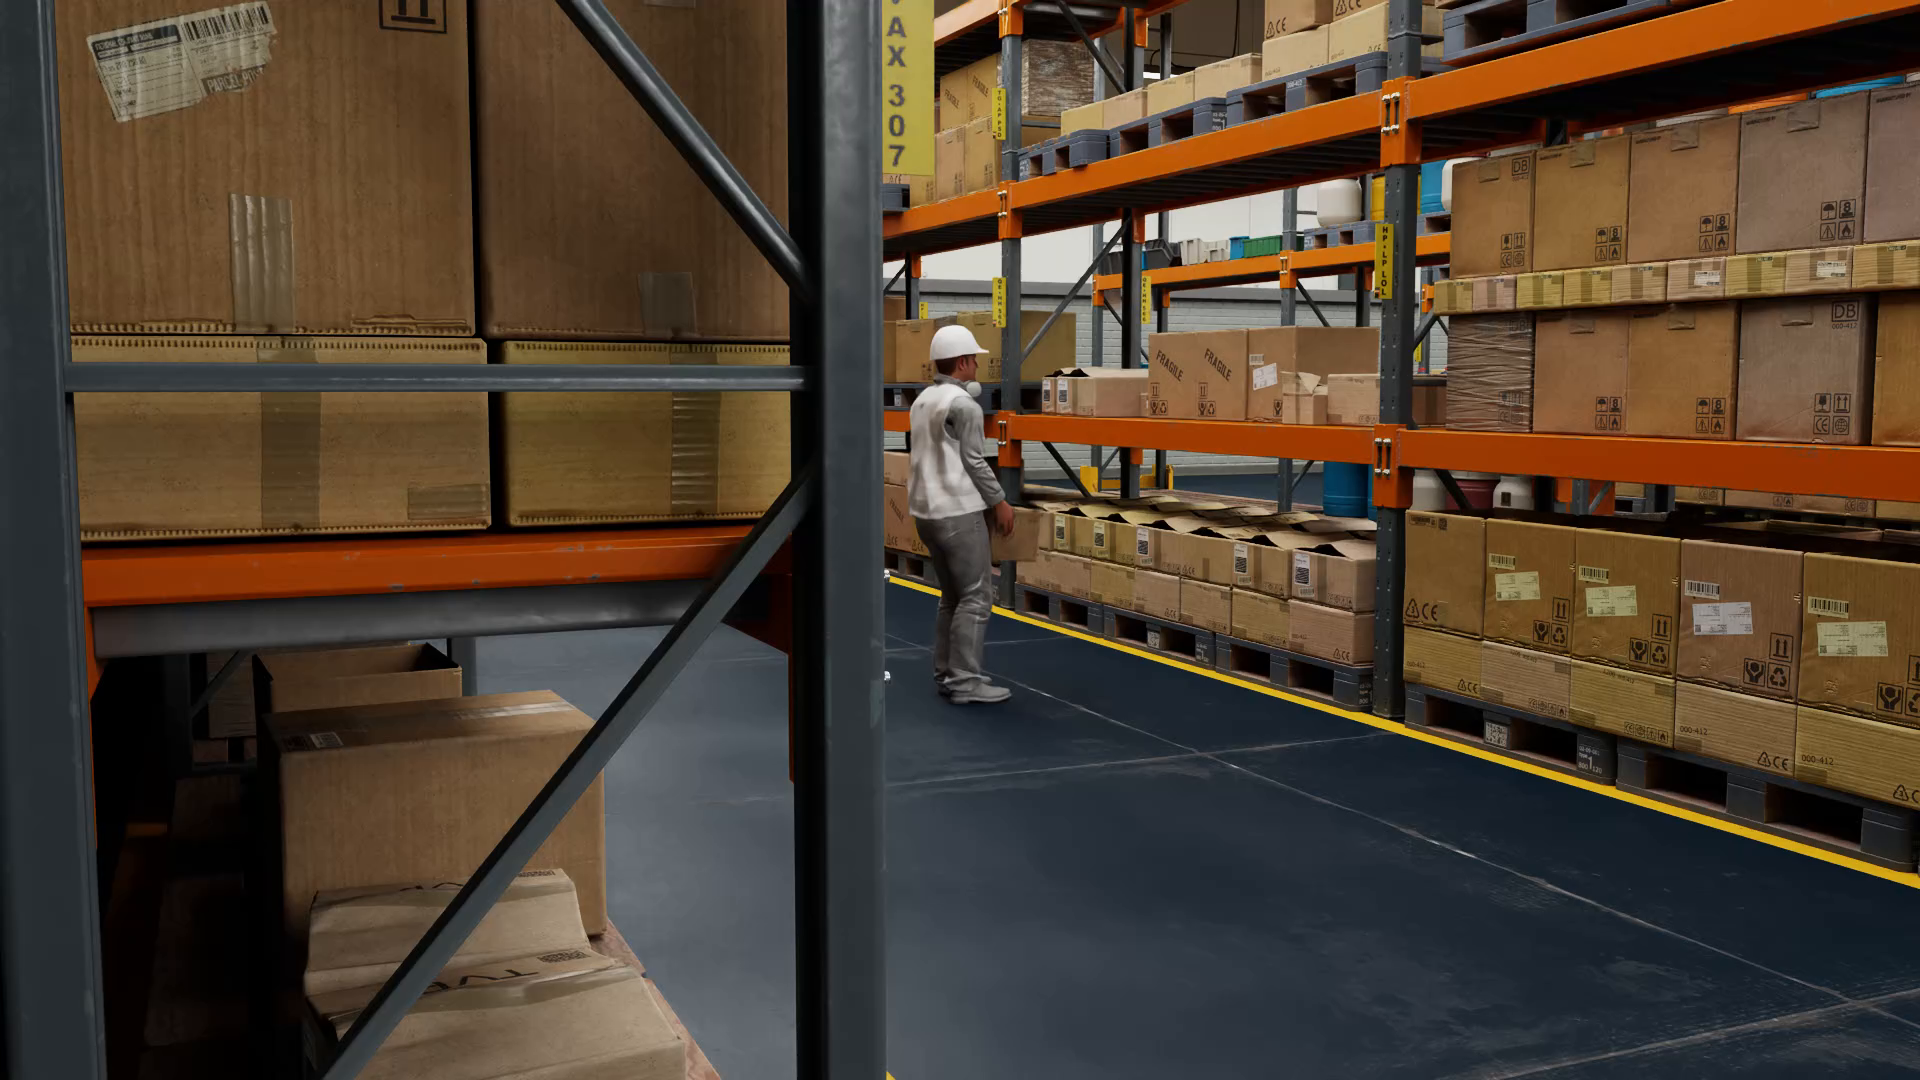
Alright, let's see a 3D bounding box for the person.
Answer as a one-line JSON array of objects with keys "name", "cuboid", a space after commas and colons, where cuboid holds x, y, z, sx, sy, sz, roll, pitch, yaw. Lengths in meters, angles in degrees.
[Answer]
[{"name": "person", "cuboid": [-0.008, -0.130, 7.962, 0.470, 1.779, 0.546, -2, 6, -25]}]
